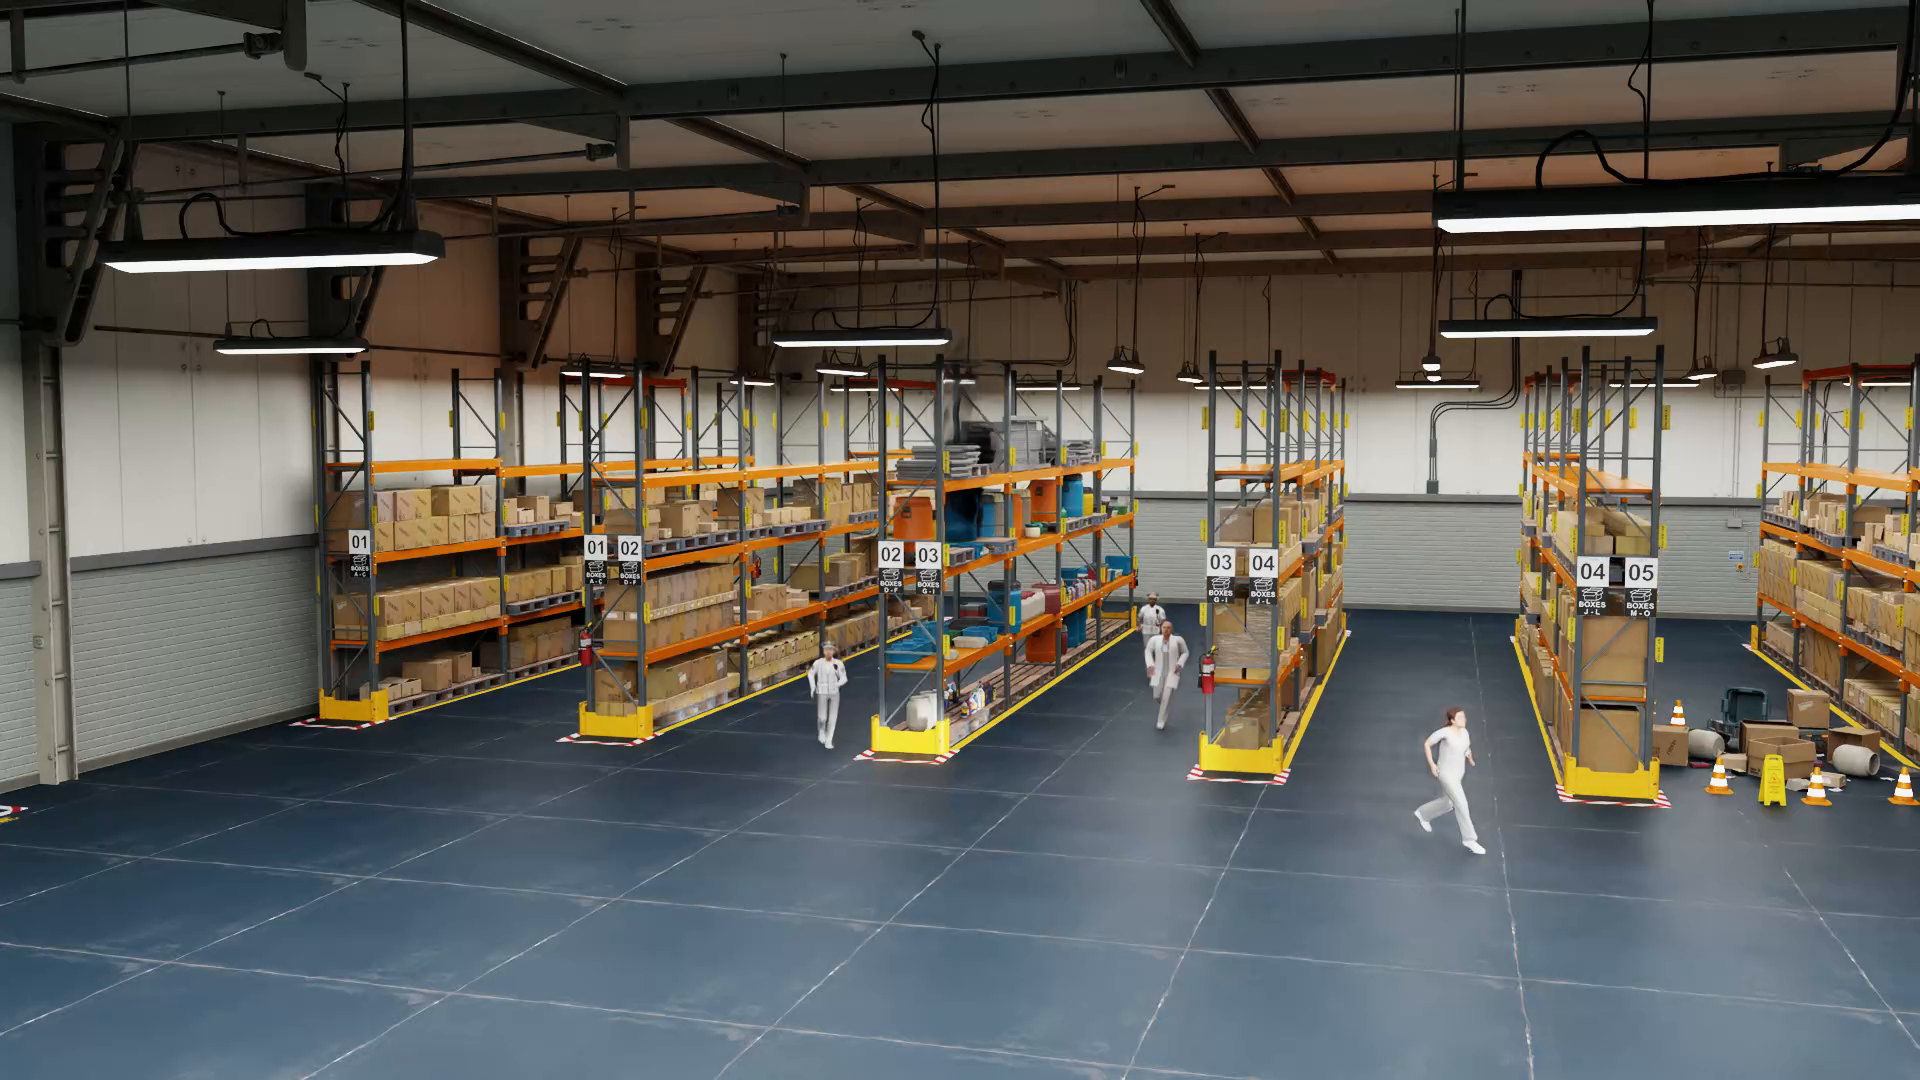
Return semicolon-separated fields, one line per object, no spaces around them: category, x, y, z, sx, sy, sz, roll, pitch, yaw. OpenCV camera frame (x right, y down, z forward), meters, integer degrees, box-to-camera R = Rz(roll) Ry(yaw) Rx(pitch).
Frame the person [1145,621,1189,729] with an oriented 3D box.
person;3.396;2.192;27.328;0.735;1.742;0.681;1;4;13

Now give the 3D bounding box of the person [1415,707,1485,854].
person;5.769;2.776;19.552;0.587;1.664;0.961;-3;5;-33

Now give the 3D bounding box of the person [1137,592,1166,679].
person;3.745;1.836;32.481;0.587;1.672;0.859;0;4;6

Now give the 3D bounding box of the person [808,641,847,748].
person;-2.022;2.360;25.369;0.584;1.658;0.542;0;4;-6
